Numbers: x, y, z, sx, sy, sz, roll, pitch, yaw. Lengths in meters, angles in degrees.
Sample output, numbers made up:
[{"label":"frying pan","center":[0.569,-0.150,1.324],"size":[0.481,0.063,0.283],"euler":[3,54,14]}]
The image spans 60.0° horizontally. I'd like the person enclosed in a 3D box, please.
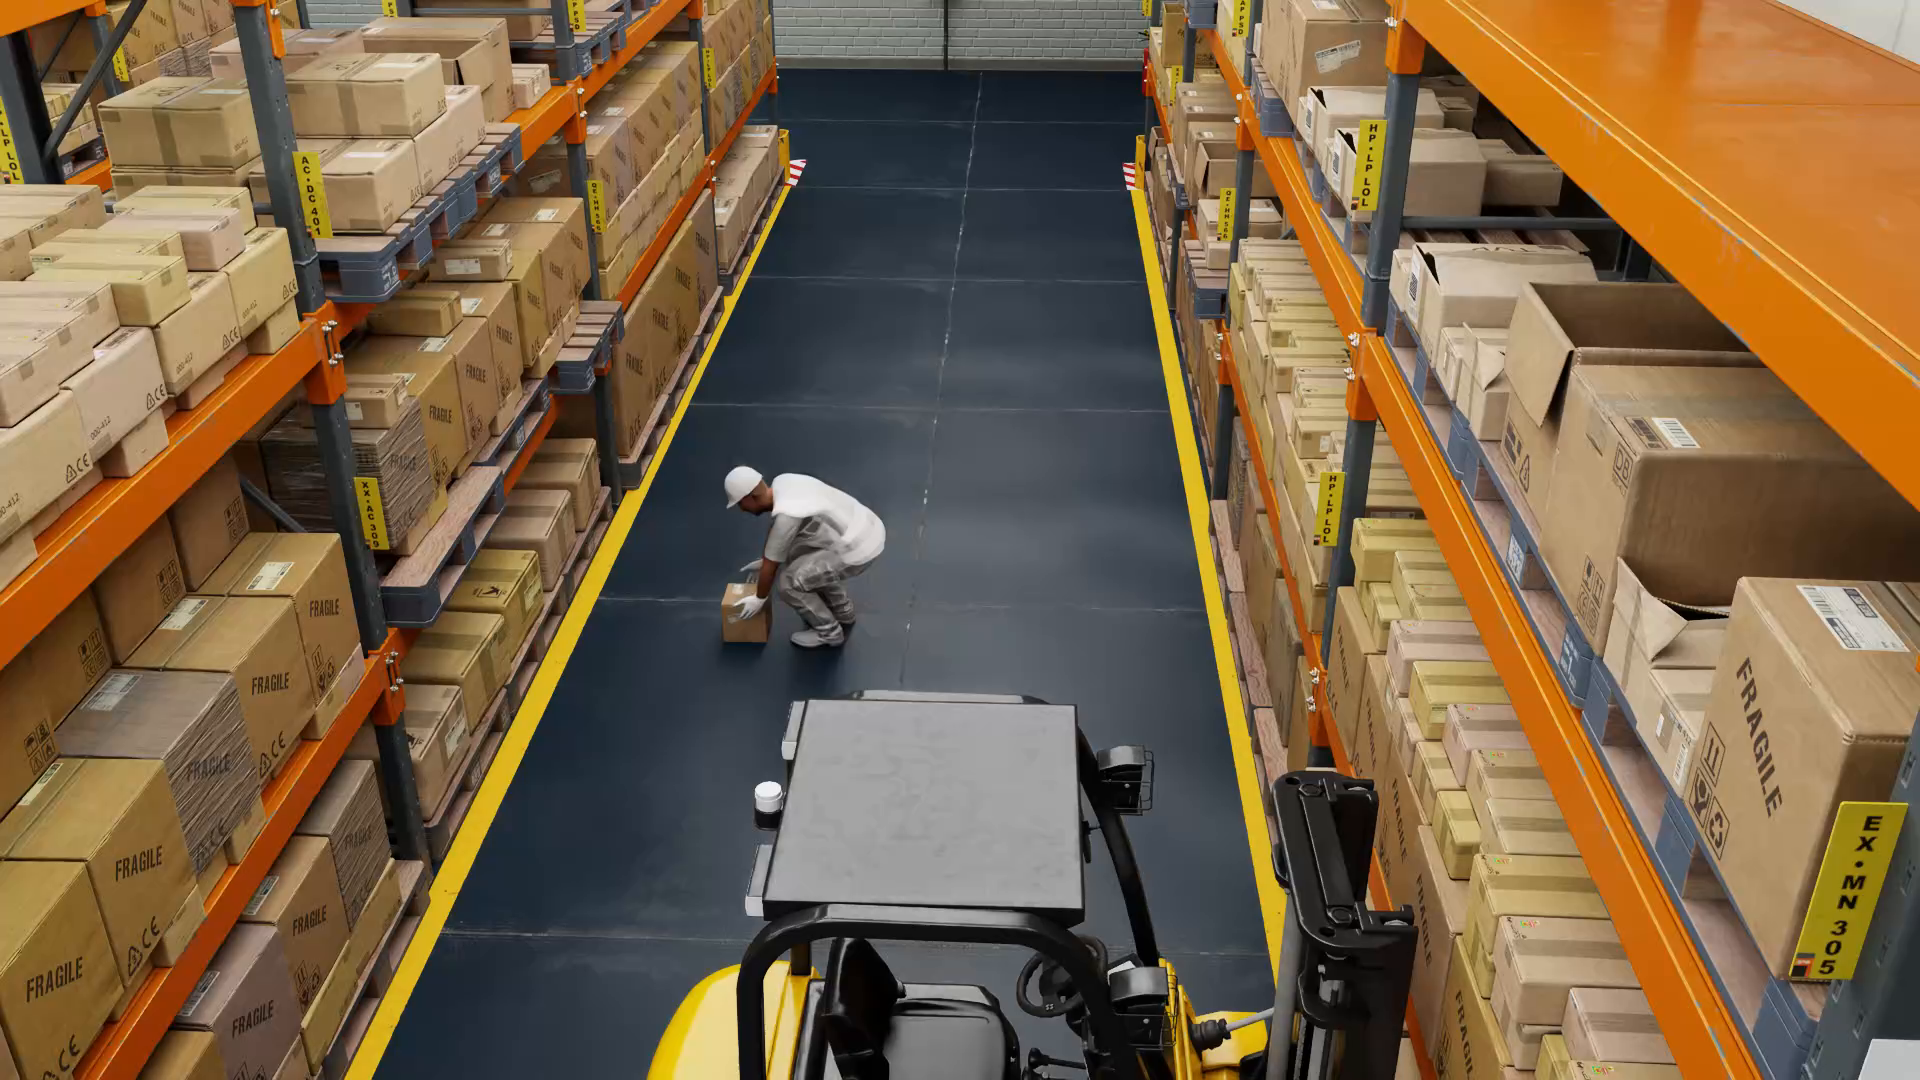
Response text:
[{"label":"person","center":[-0.865,0.079,9.438],"size":[0.880,1.087,0.588],"euler":[1,28,2]}]
